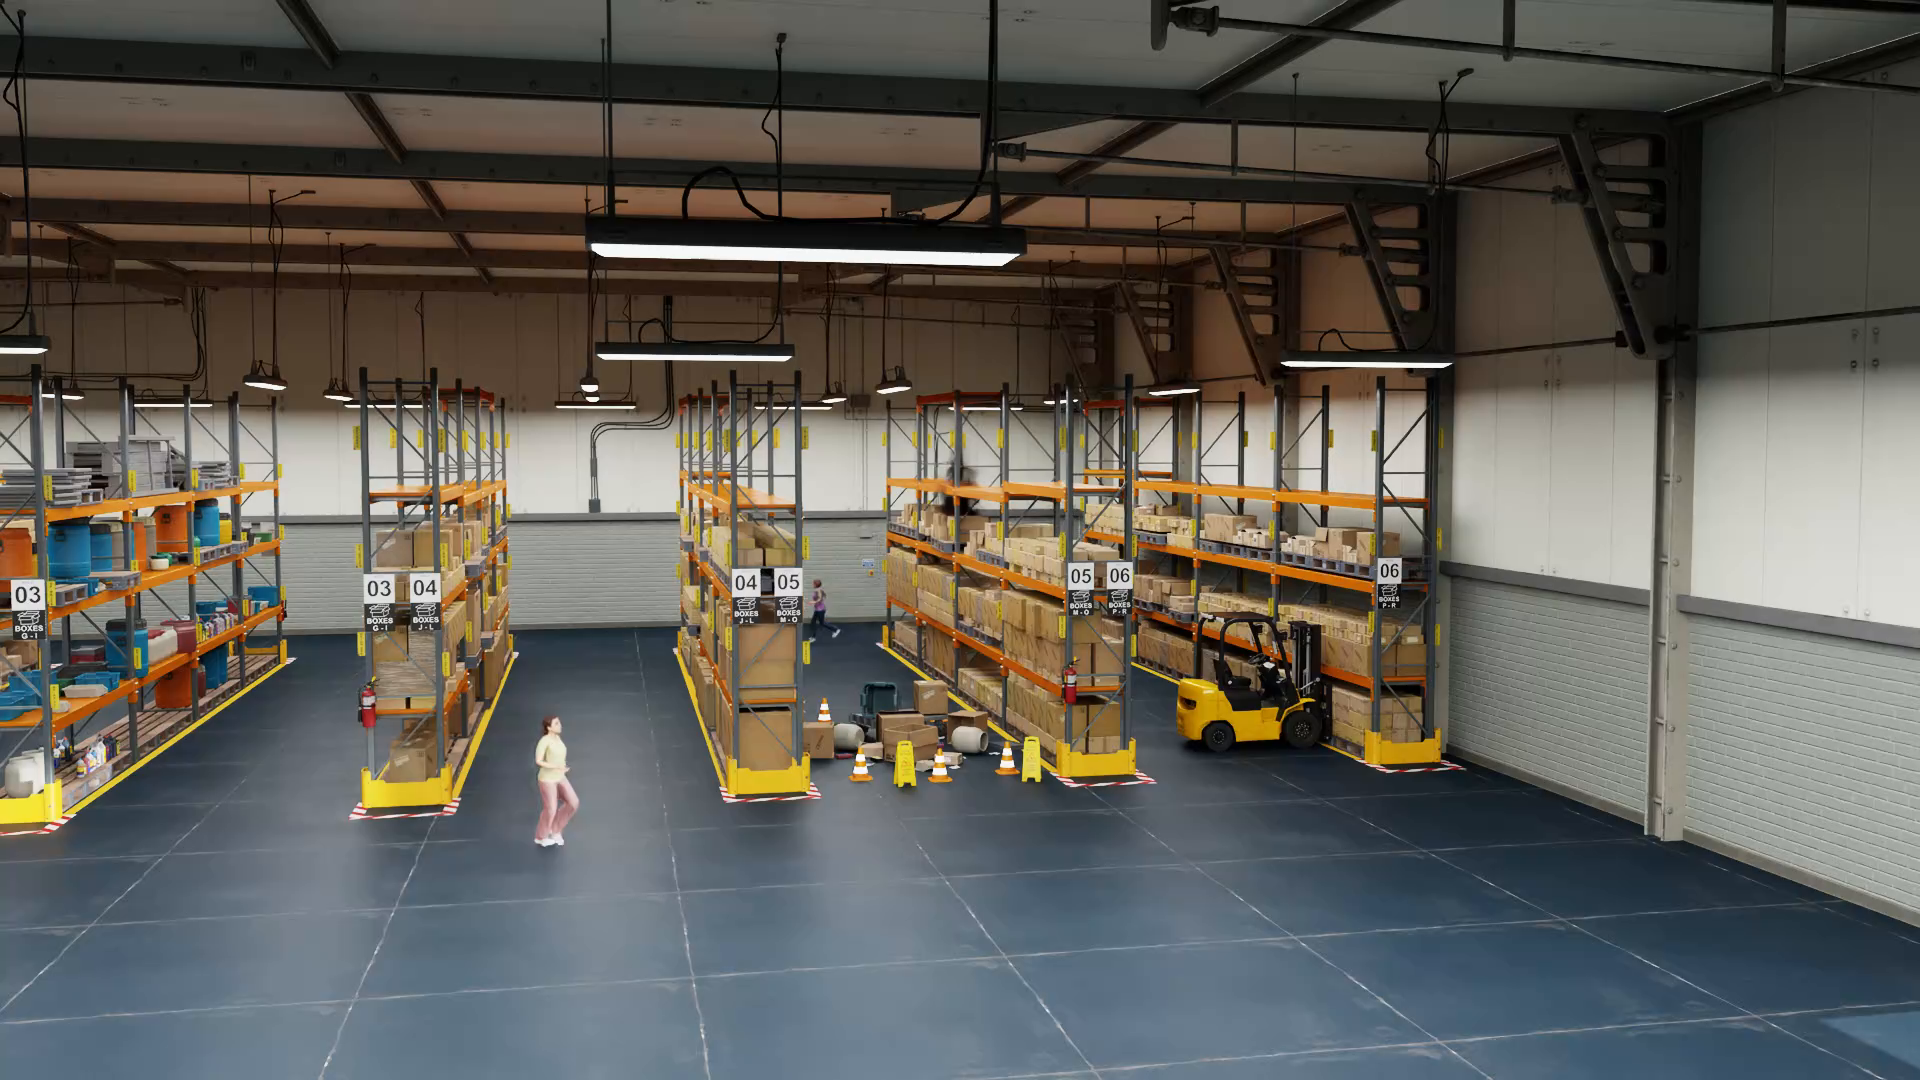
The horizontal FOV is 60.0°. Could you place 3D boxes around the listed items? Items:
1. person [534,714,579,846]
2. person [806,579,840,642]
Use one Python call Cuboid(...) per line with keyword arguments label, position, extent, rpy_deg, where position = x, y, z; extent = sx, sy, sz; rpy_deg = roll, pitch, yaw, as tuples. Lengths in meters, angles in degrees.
Cuboid(label="person", position=(-4.992, 2.958, 20.422), extent=(0.614, 1.645, 0.574), rpy_deg=(1, 4, 24))
Cuboid(label="person", position=(-3.416, 1.754, 41.392), extent=(0.857, 1.595, 0.514), rpy_deg=(-1, 3, -9))
